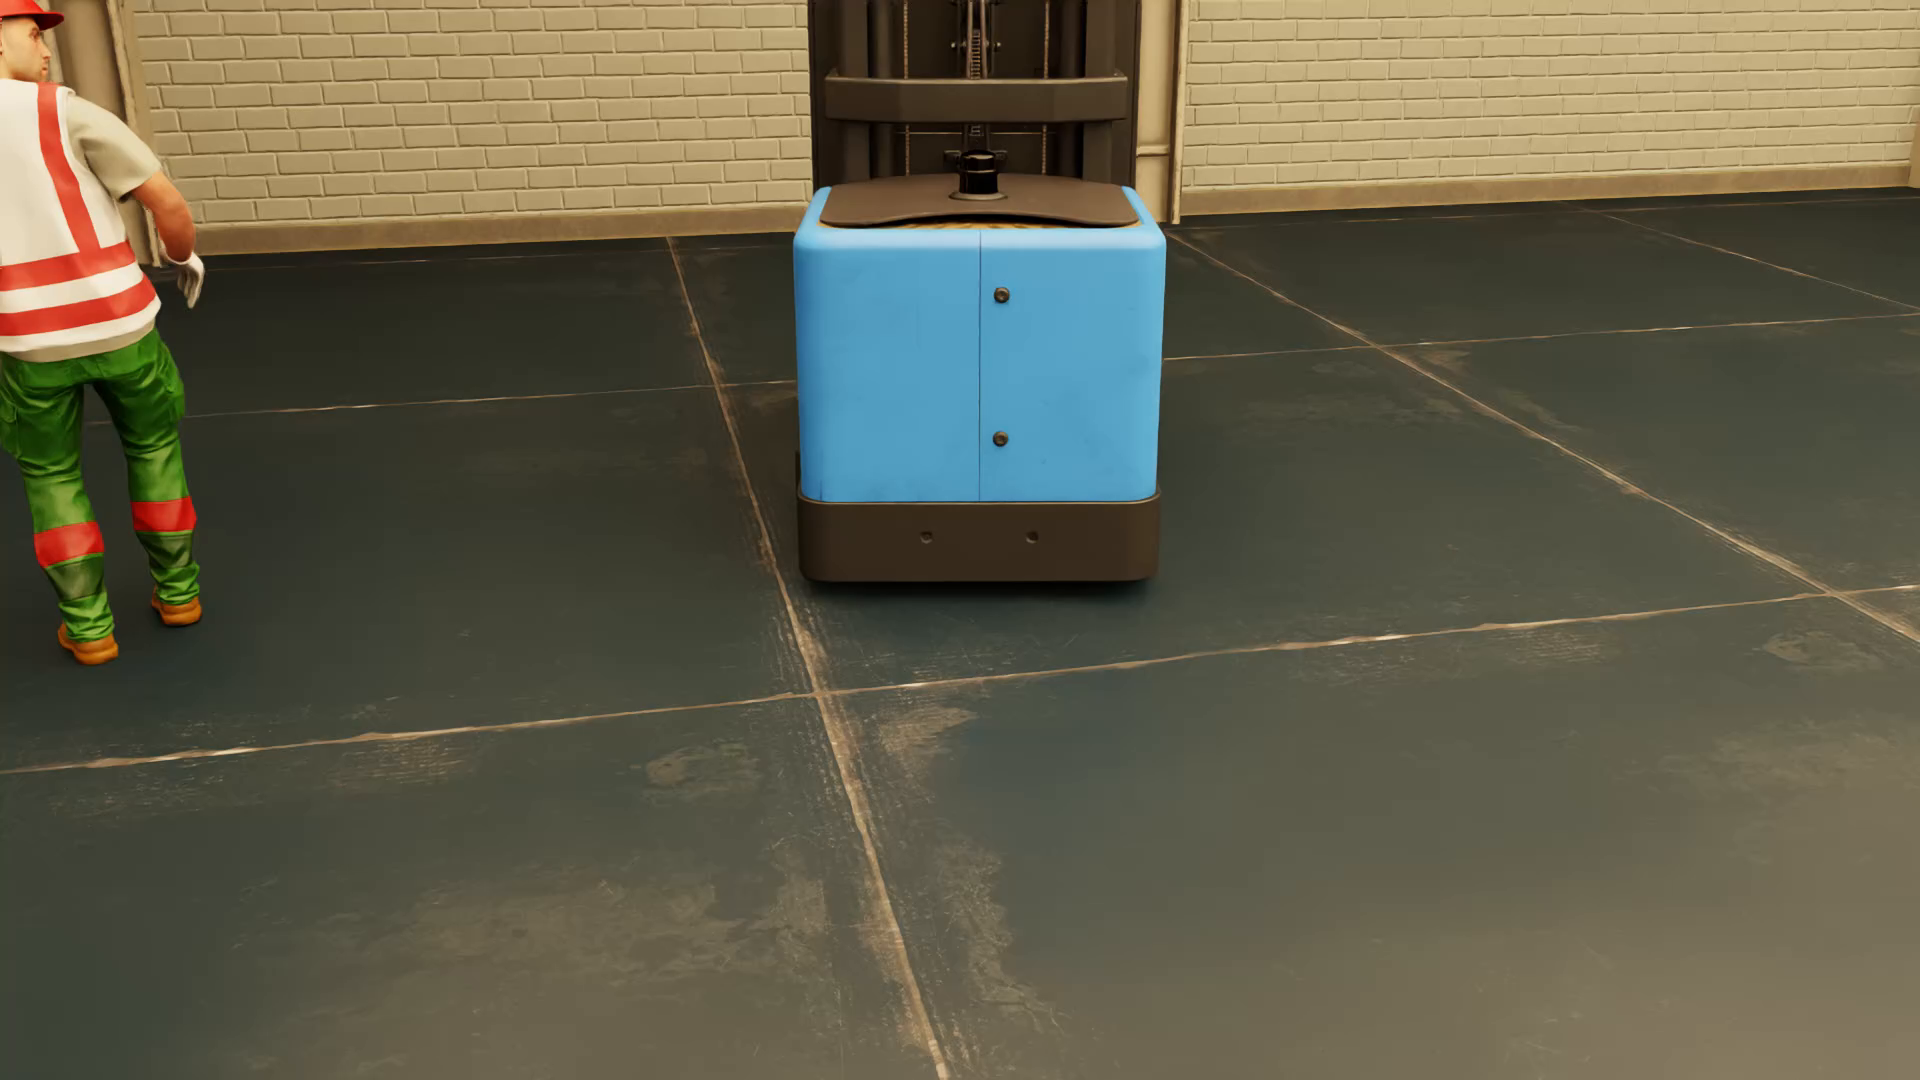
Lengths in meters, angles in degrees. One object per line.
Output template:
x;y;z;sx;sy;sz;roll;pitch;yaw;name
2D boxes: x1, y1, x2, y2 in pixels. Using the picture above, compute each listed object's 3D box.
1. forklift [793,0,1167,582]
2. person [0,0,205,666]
0.045;-1.722;5.699;1.130;2.935;3.031;0;21;0;forklift
-2.345;-0.553;4.320;0.740;1.741;0.512;-8;22;-20;person
